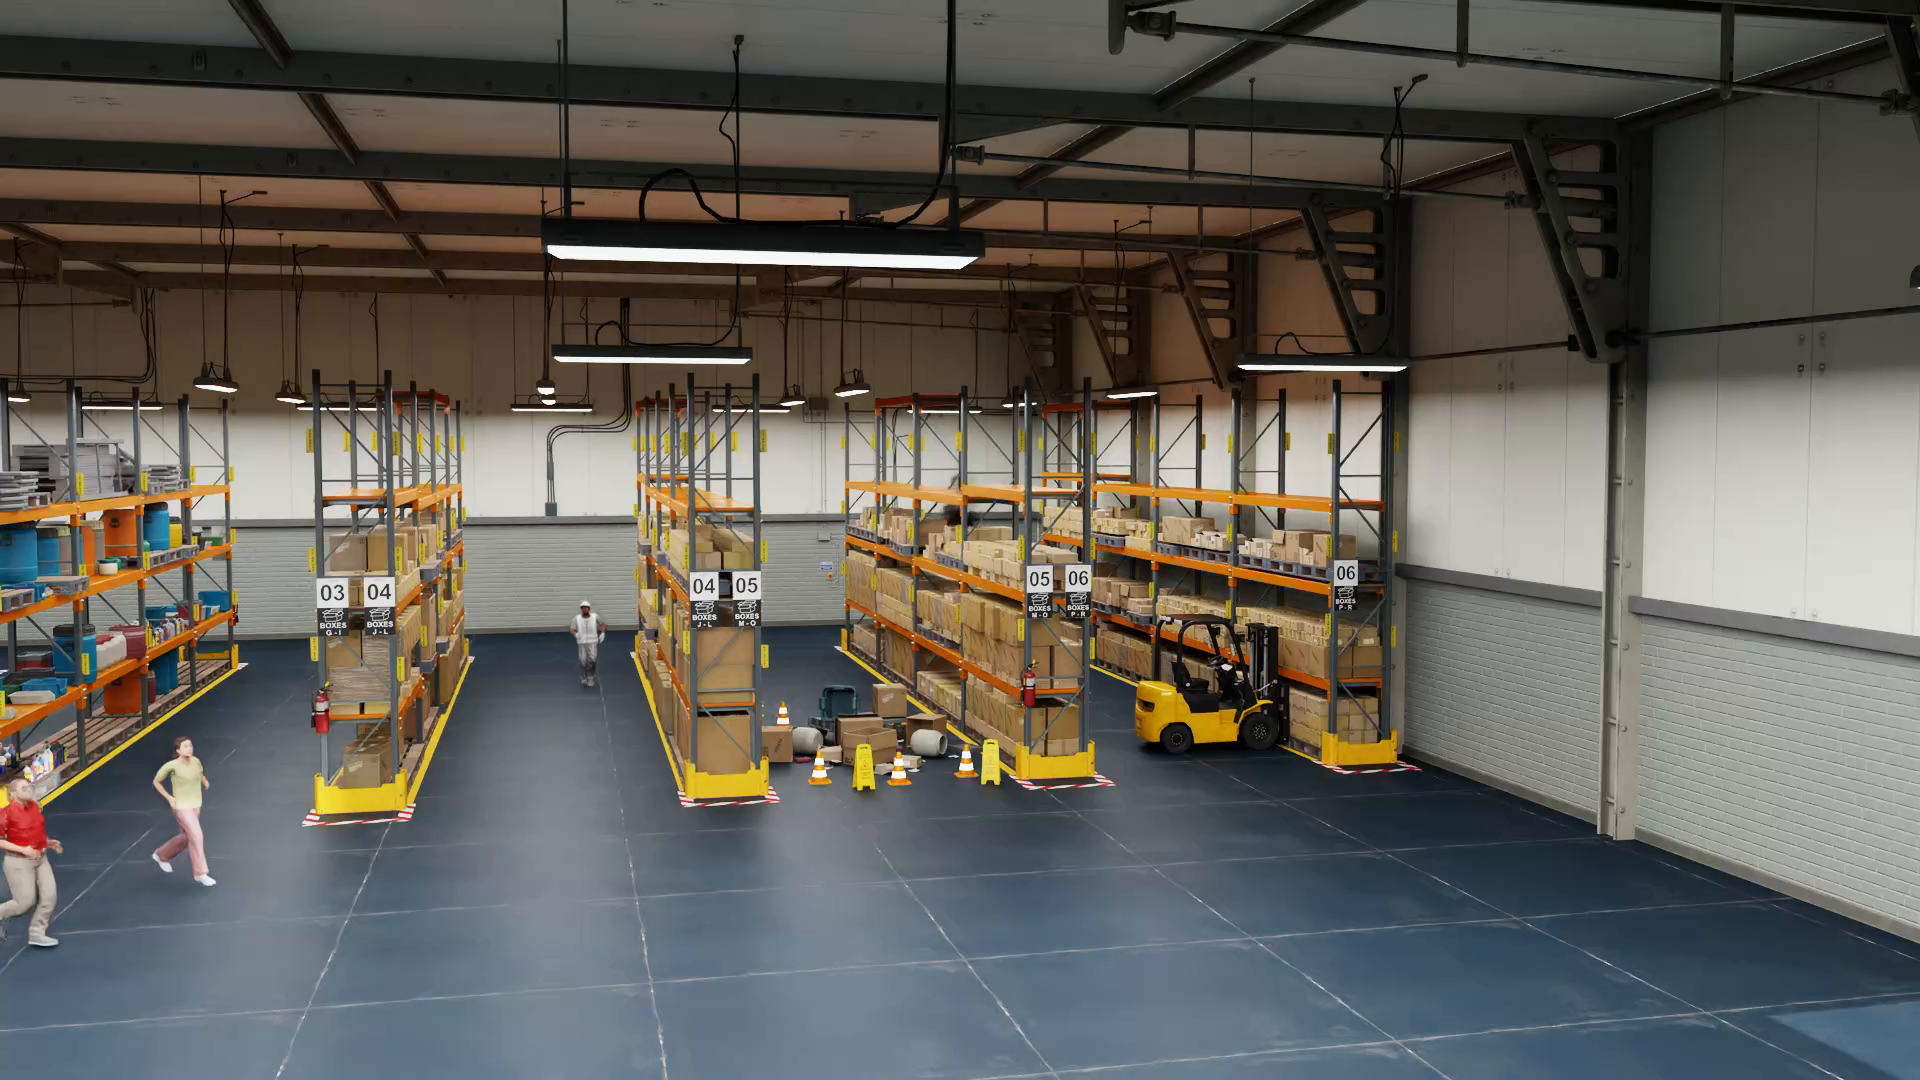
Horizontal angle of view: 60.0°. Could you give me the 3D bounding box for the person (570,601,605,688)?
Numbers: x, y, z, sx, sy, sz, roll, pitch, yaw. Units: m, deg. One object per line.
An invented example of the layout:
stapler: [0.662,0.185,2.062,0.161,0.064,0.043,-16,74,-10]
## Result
person: [-7.677,2.147,34.268,0.698,1.777,0.680,-1,3,-9]

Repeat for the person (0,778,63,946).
person: [-9.328,3.203,16.551,0.701,1.677,0.667,1,3,11]

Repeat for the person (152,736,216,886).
person: [-8.840,3.071,19.002,0.847,1.681,0.564,1,4,20]
